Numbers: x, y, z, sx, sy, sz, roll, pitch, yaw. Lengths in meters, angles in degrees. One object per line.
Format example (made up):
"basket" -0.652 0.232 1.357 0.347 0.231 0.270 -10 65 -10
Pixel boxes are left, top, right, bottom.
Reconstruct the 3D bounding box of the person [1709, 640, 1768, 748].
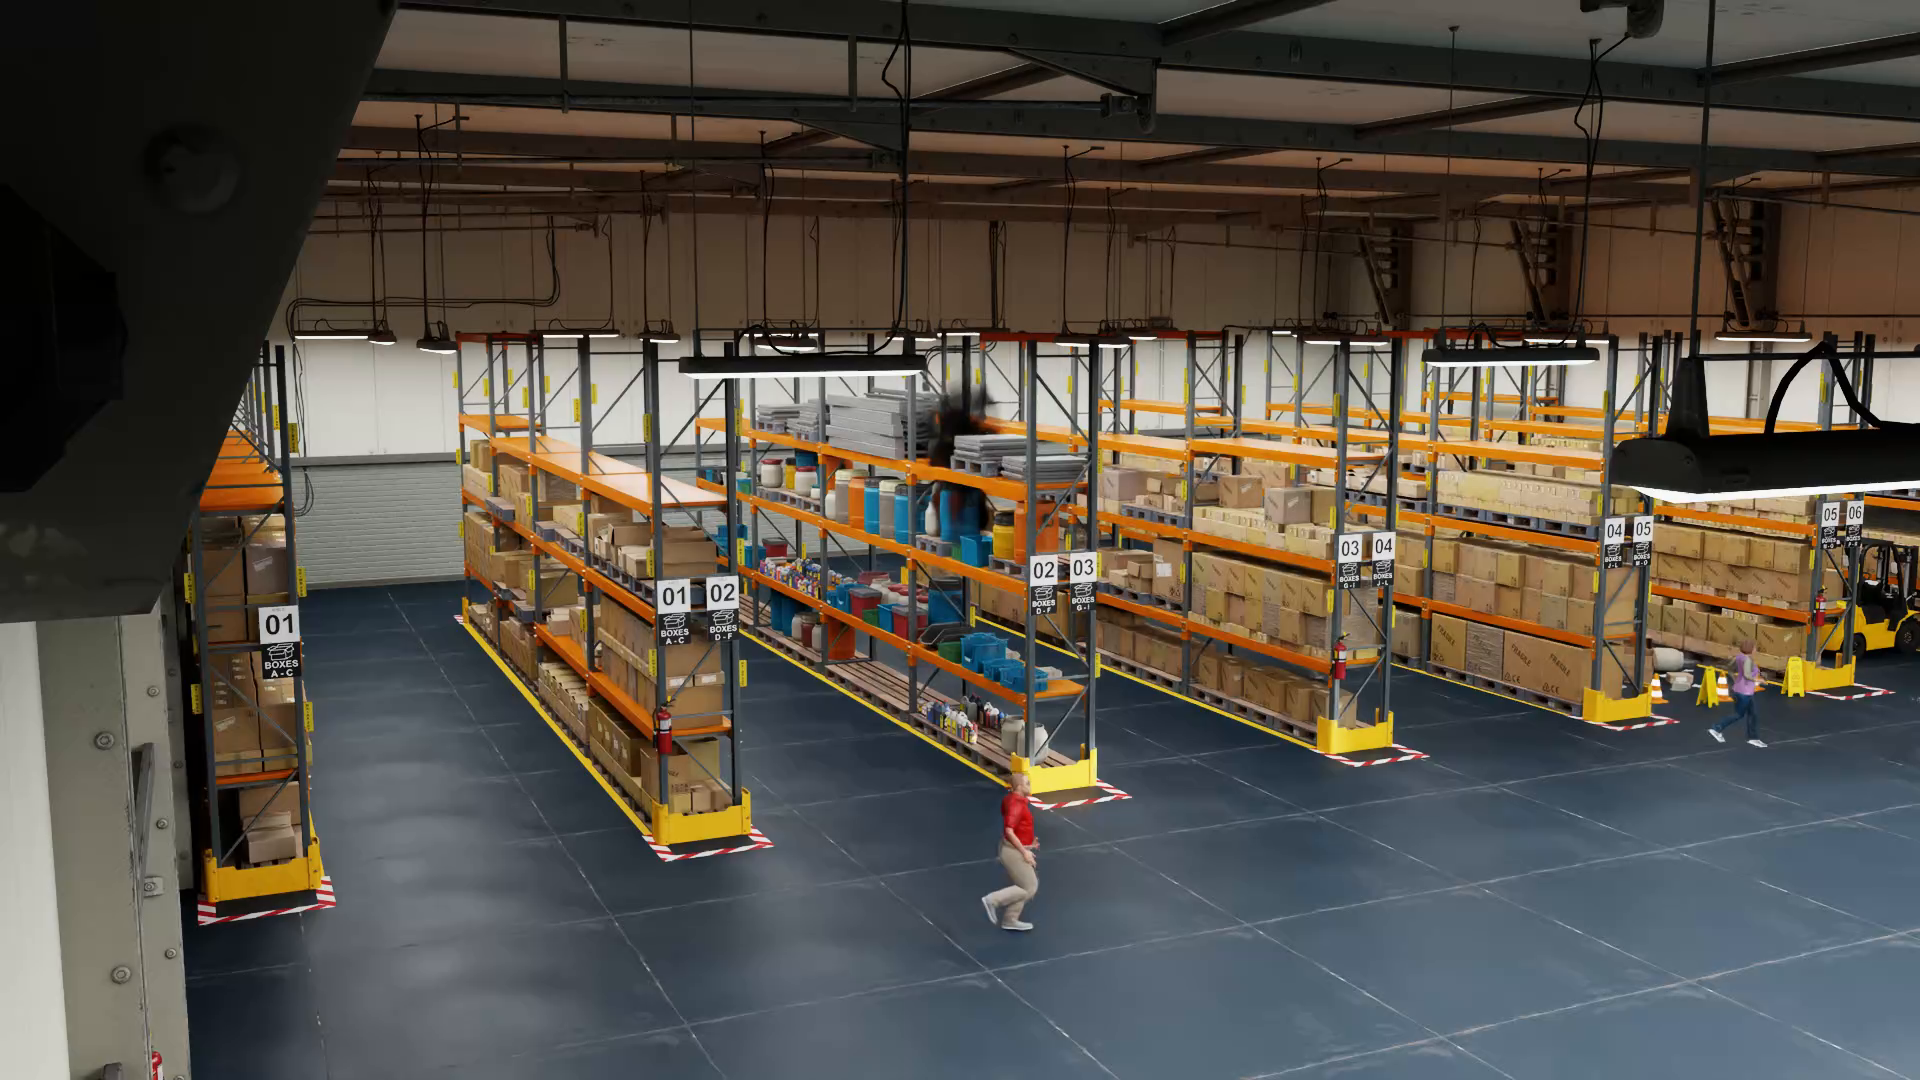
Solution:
"person" 11.480 2.256 24.438 0.821 1.606 0.538 2 8 16

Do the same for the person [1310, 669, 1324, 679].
"person" 6.256 1.606 29.056 0.668 1.631 0.580 -5 9 -34

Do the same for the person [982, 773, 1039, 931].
"person" 0.526 3.216 17.112 0.631 1.677 0.652 -1 8 -5
